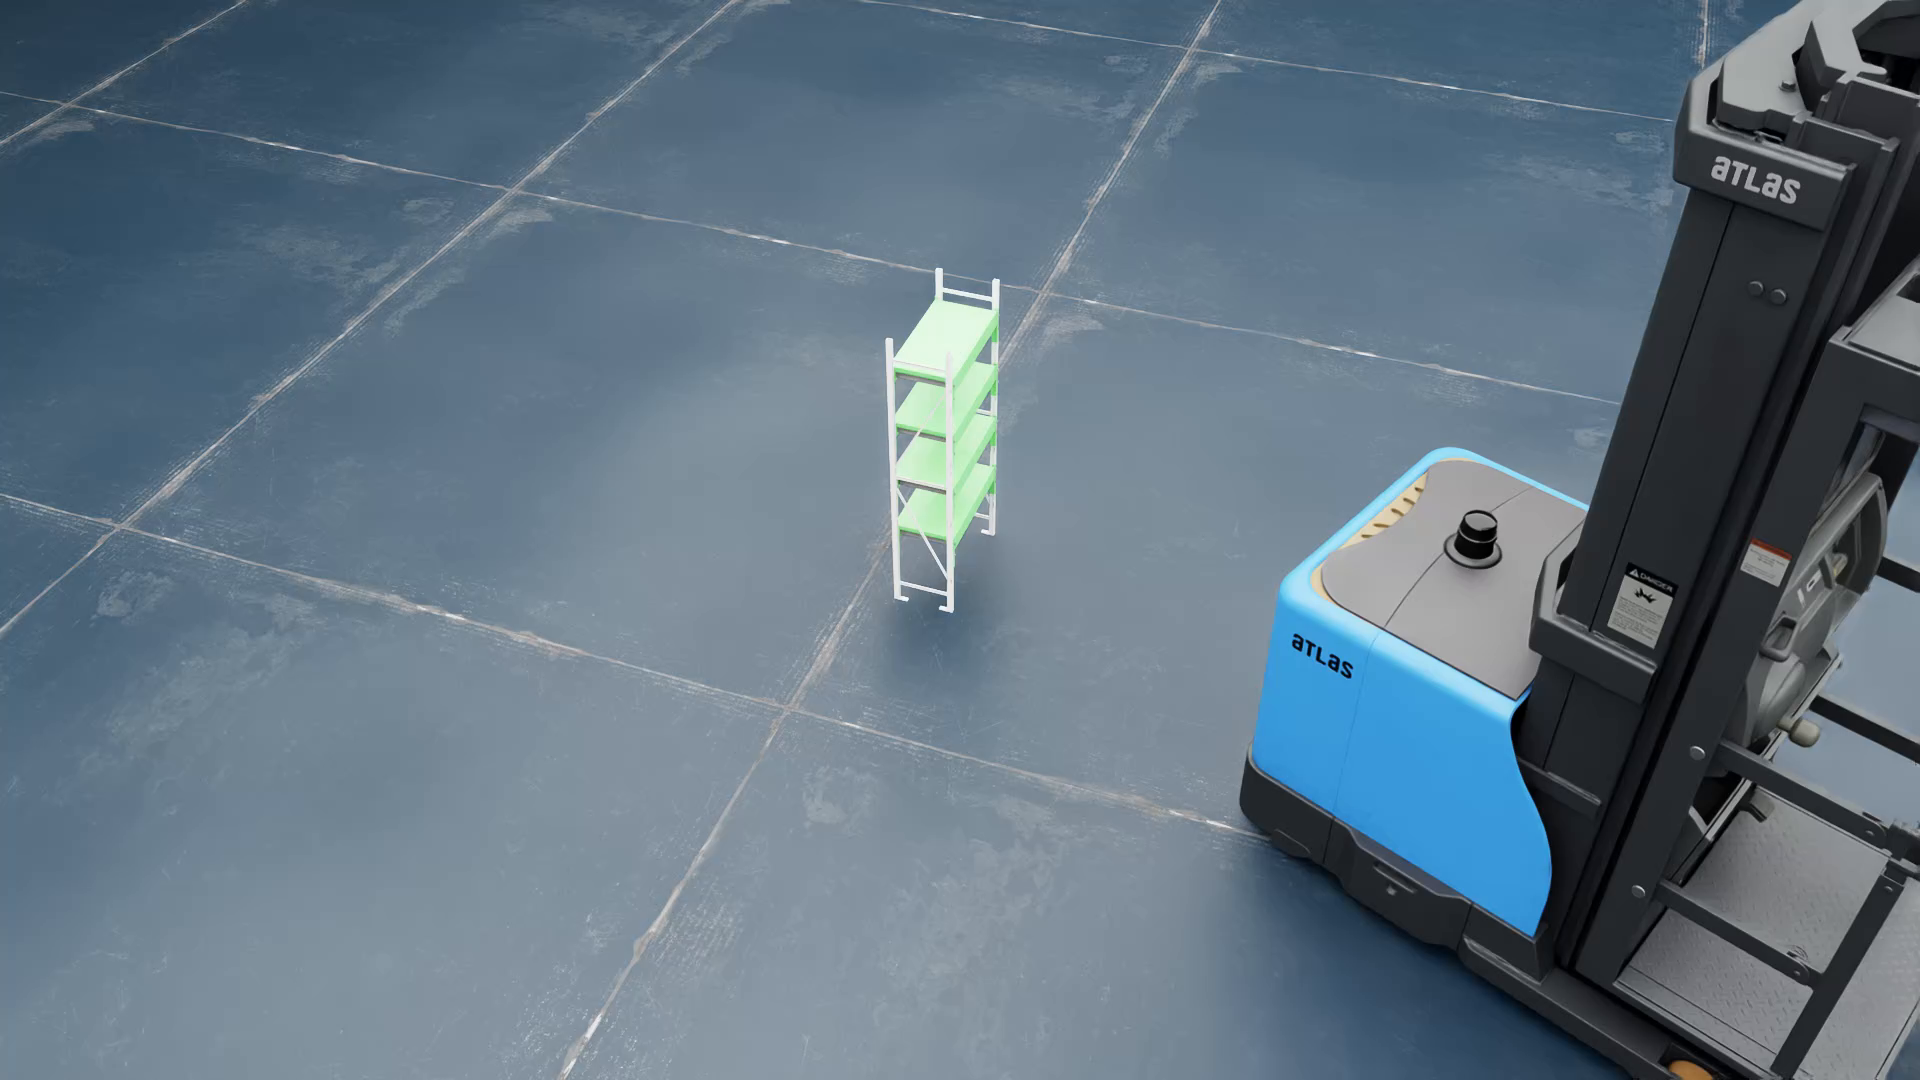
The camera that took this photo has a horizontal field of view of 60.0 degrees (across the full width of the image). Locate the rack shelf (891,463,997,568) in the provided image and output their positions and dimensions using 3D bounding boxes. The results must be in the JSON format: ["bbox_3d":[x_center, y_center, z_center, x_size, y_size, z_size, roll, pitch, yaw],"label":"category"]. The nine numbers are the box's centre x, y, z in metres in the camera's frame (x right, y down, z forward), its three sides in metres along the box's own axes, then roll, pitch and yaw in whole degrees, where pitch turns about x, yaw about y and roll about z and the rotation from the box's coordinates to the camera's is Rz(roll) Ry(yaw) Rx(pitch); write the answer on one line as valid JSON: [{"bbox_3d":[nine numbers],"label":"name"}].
[{"bbox_3d":[-0.057,-0.124,6.439,0.258,0.148,0.480,13,42,15],"label":"rack shelf"}]

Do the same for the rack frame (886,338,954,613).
[{"bbox_3d":[-0.140,-0.207,6.068,0.240,1.200,0.015,13,42,15],"label":"rack frame"}]

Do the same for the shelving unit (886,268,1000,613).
[{"bbox_3d":[-0.057,-0.355,6.242,0.258,1.200,0.503,13,42,15],"label":"shelving unit"}]

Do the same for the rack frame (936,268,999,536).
[{"bbox_3d":[0.027,-0.504,6.417,0.240,1.200,0.015,13,42,15],"label":"rack frame"}]

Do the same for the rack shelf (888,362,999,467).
[{"bbox_3d":[-0.057,-0.489,6.128,0.258,0.148,0.480,13,42,15],"label":"rack shelf"}]

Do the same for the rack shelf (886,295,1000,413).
[{"bbox_3d":[-0.057,-0.672,5.972,0.258,0.148,0.480,13,42,15],"label":"rack shelf"}]

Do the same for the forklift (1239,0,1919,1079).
[{"bbox_3d":[2.366,0.249,4.200,3.031,2.935,1.130,31,49,31],"label":"forklift"}]

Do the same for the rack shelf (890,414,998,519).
[{"bbox_3d":[-0.057,-0.307,6.284,0.258,0.148,0.480,13,42,15],"label":"rack shelf"}]
